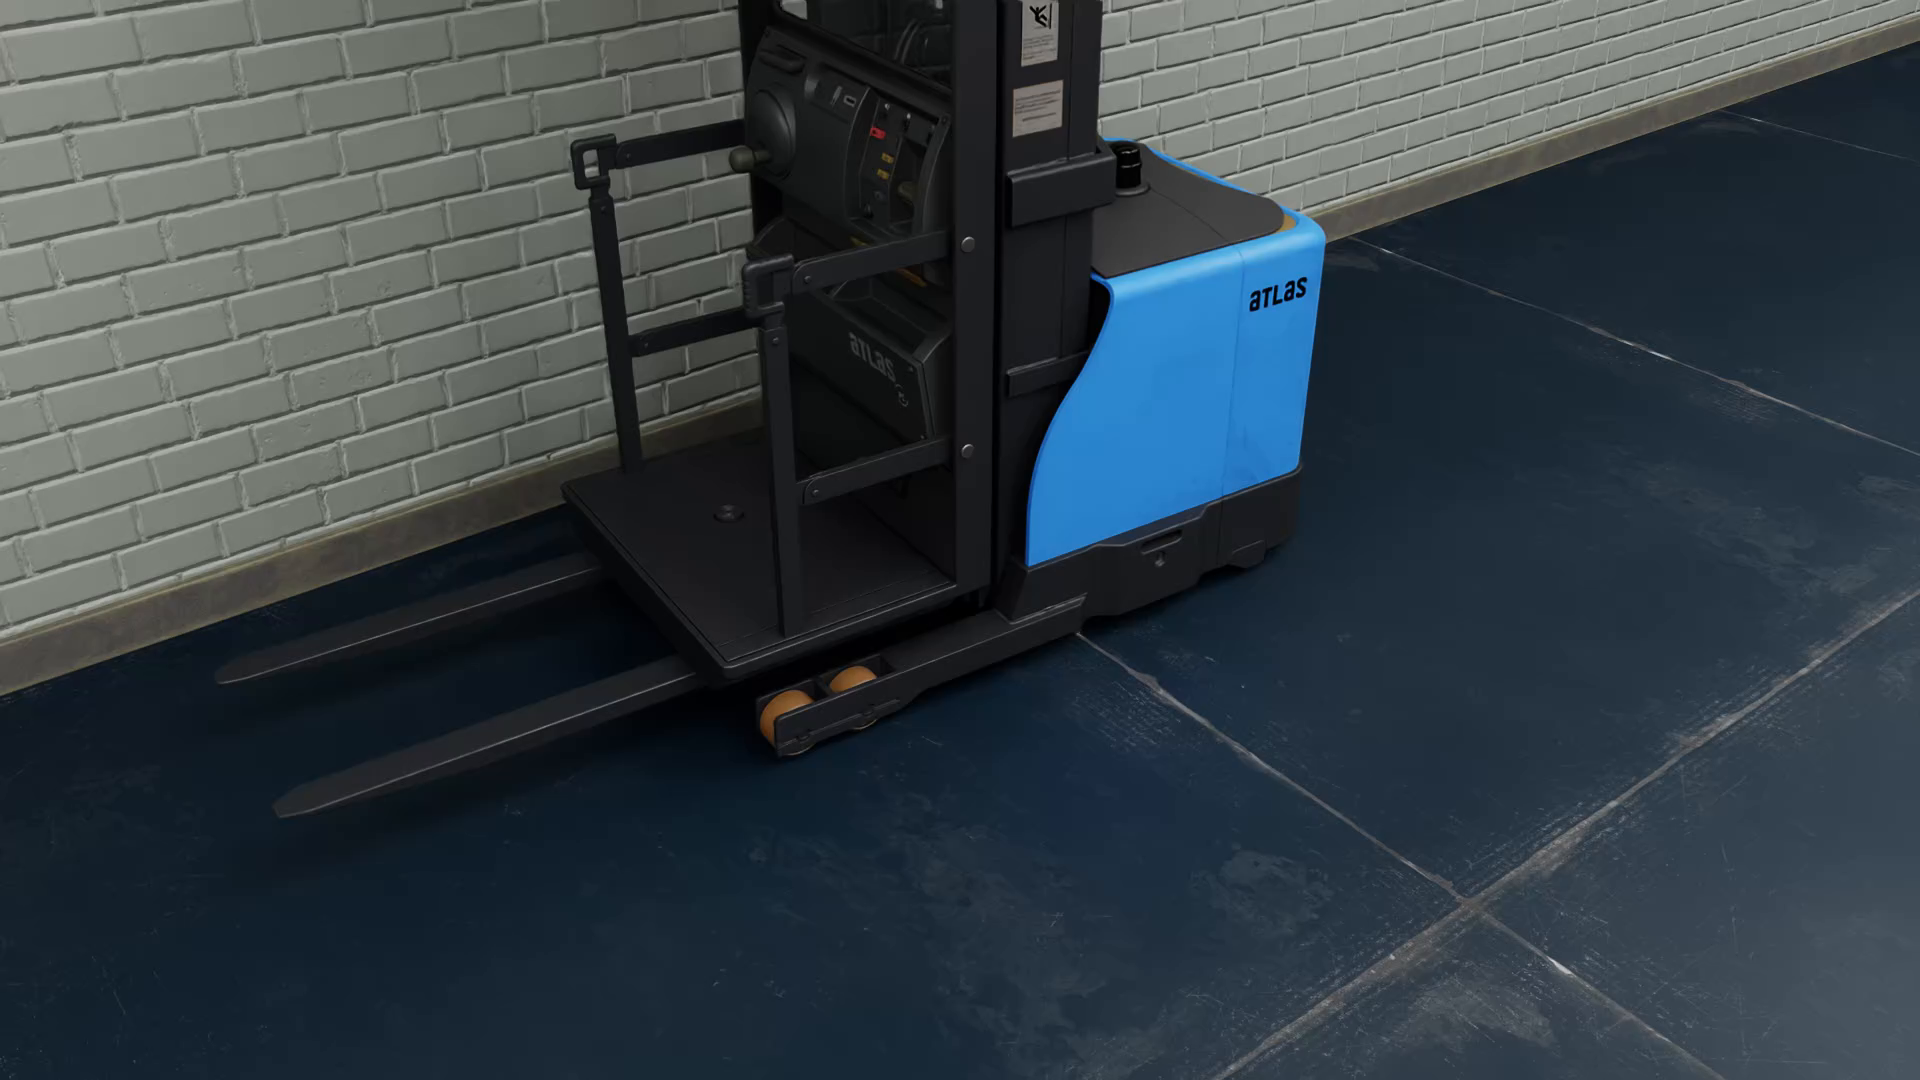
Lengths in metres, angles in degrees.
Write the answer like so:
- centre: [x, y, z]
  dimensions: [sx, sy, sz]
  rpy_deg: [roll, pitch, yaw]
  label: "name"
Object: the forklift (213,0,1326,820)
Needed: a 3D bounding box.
- centre: [-0.472, -1.002, 4.085]
  dimensions: [3.031, 2.935, 1.130]
  rpy_deg: [-19, 37, -28]
  label: "forklift"
